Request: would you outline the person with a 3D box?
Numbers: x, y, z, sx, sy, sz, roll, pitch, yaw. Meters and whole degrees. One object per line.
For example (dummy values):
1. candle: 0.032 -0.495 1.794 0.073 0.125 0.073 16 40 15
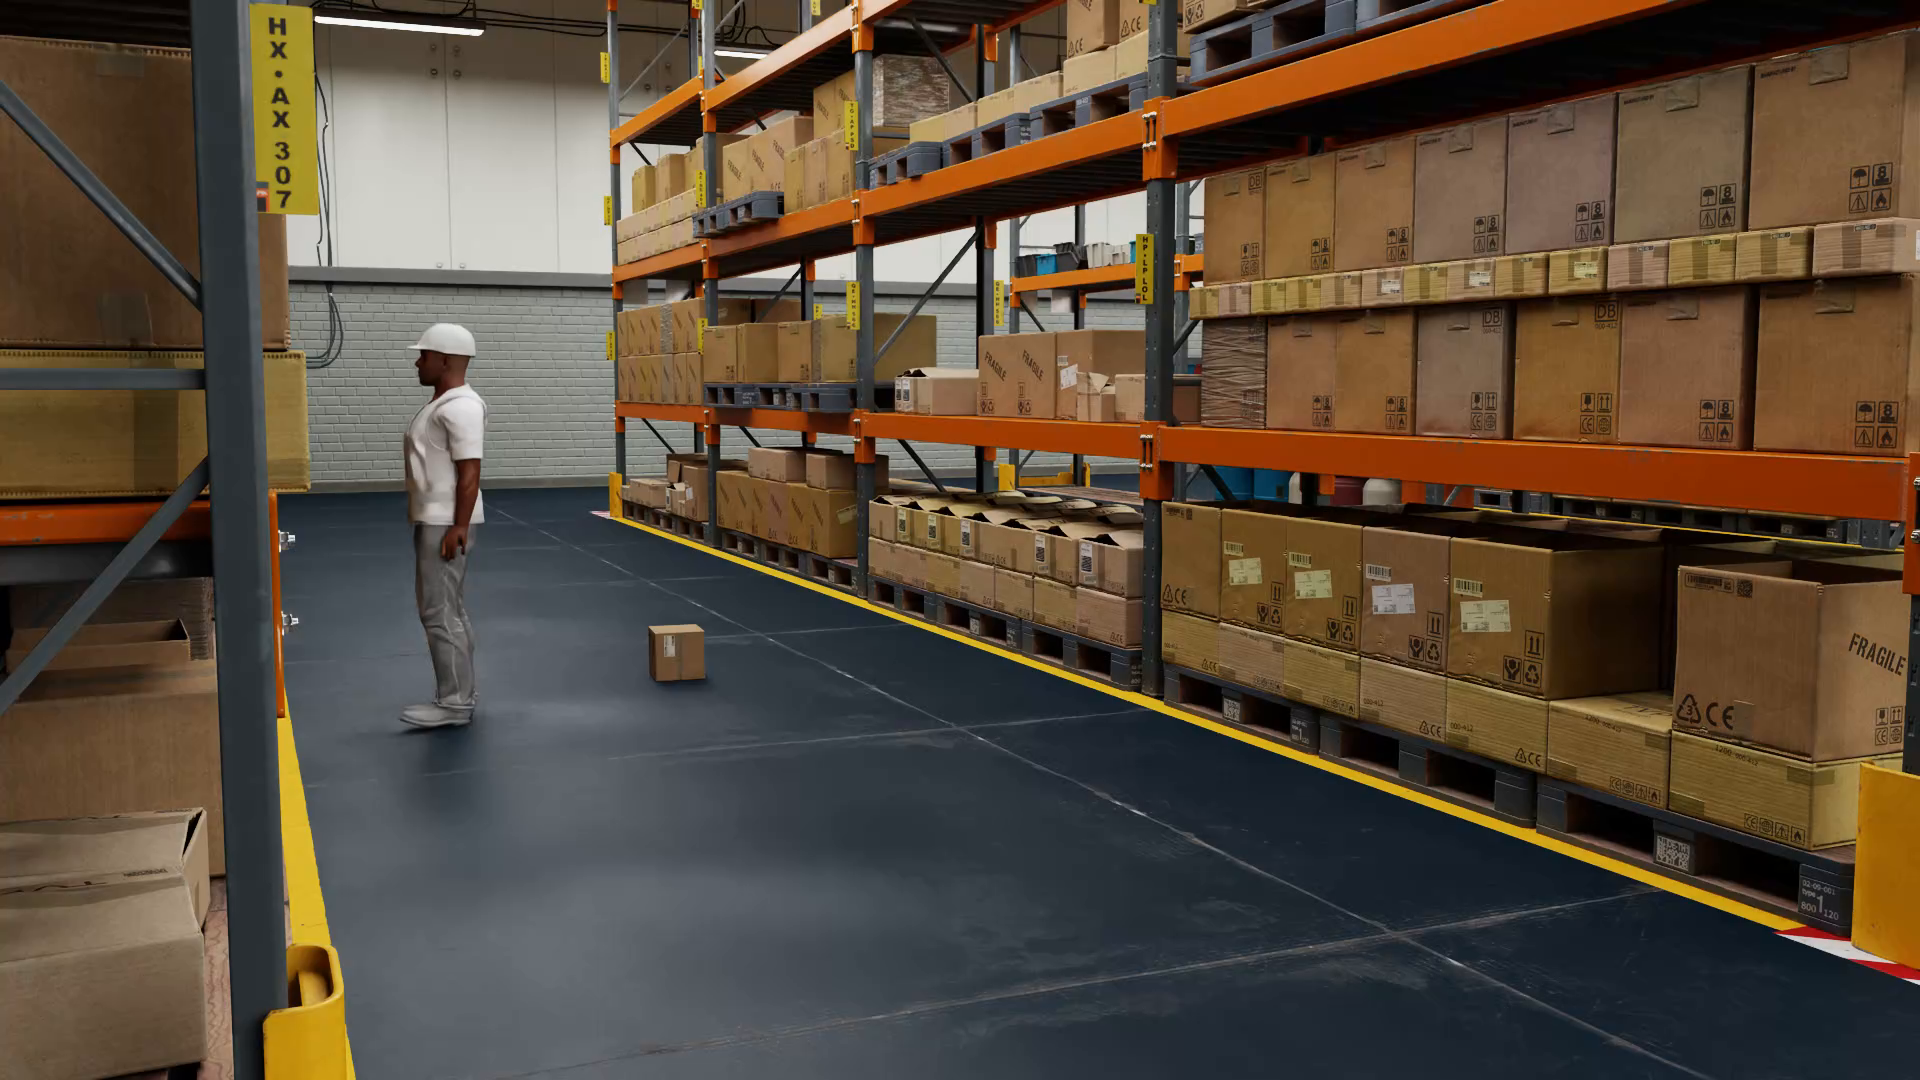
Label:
1. person: -2.308 -0.064 7.363 0.411 1.775 0.565 -2 6 -25
